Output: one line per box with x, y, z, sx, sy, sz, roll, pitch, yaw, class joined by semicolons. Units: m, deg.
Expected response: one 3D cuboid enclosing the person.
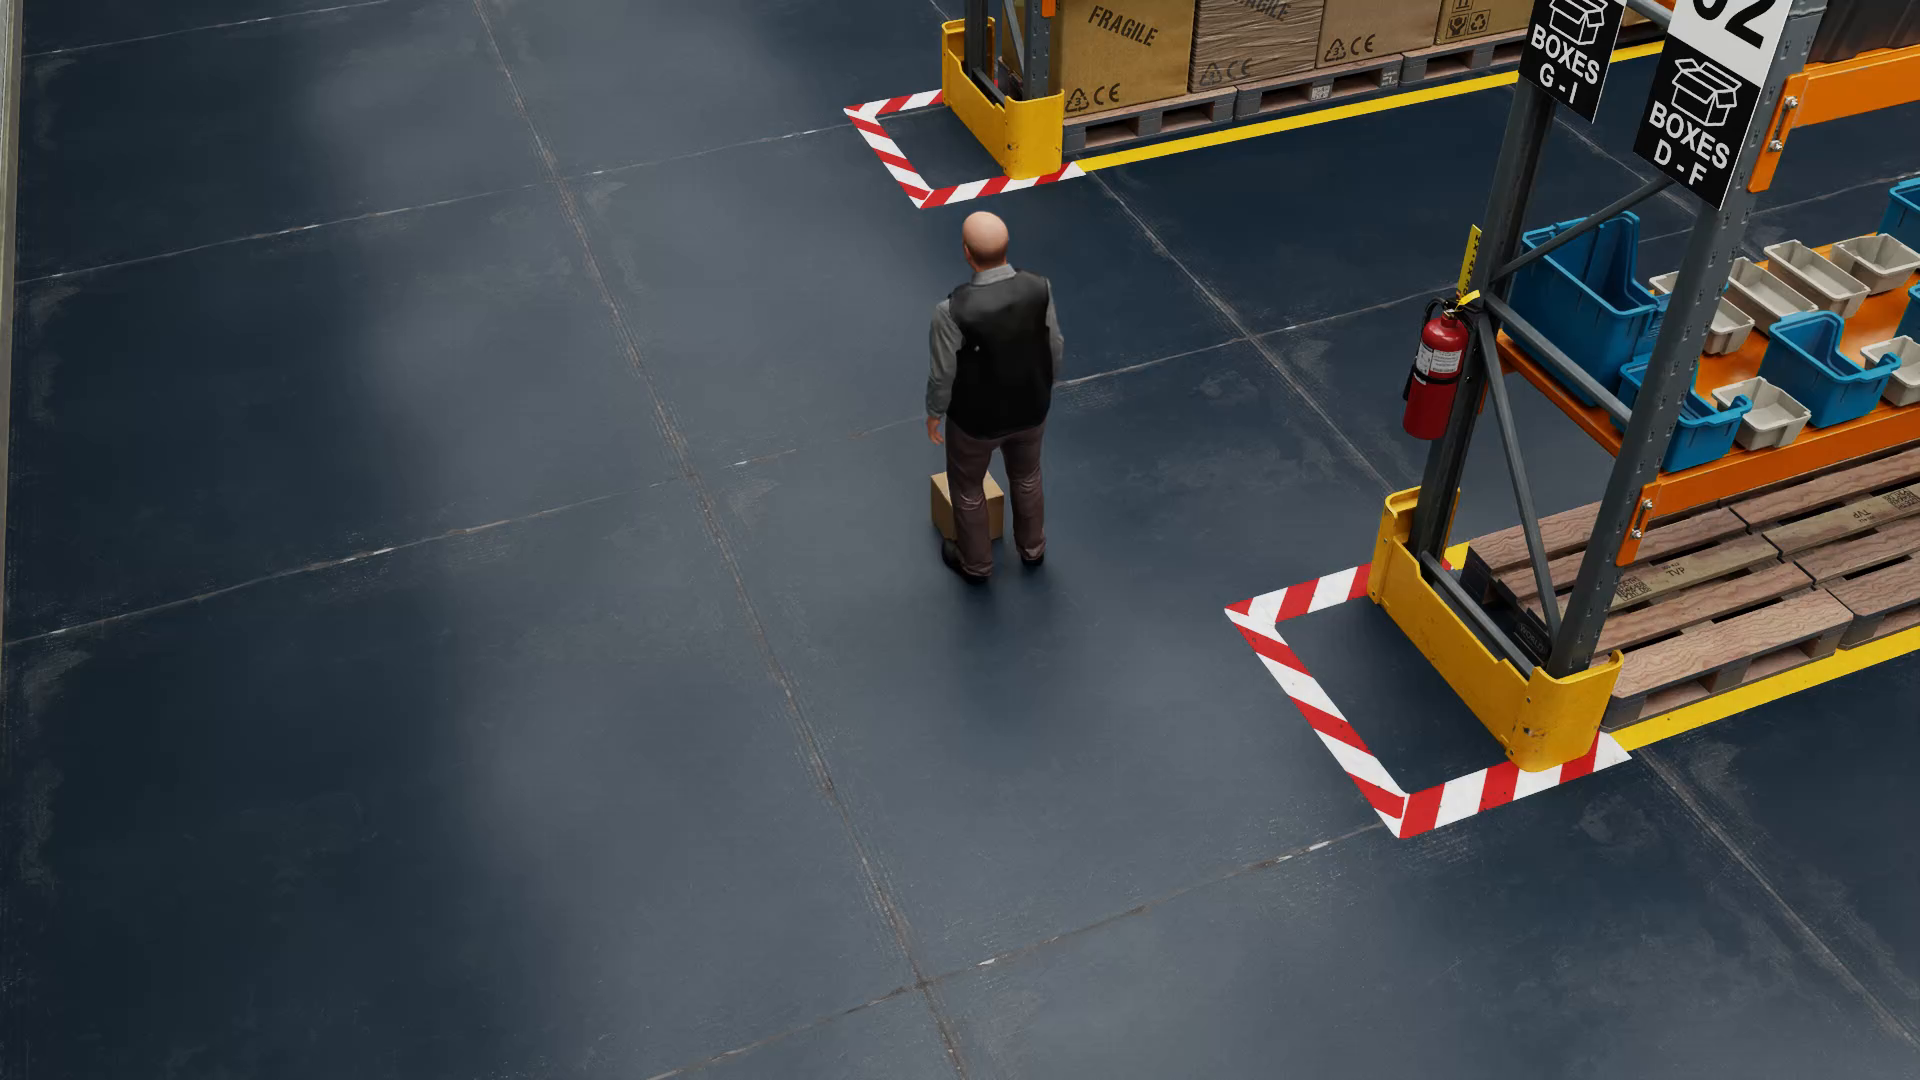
0.144;-0.532;6.779;0.587;1.721;0.412;-16;44;-17;person
